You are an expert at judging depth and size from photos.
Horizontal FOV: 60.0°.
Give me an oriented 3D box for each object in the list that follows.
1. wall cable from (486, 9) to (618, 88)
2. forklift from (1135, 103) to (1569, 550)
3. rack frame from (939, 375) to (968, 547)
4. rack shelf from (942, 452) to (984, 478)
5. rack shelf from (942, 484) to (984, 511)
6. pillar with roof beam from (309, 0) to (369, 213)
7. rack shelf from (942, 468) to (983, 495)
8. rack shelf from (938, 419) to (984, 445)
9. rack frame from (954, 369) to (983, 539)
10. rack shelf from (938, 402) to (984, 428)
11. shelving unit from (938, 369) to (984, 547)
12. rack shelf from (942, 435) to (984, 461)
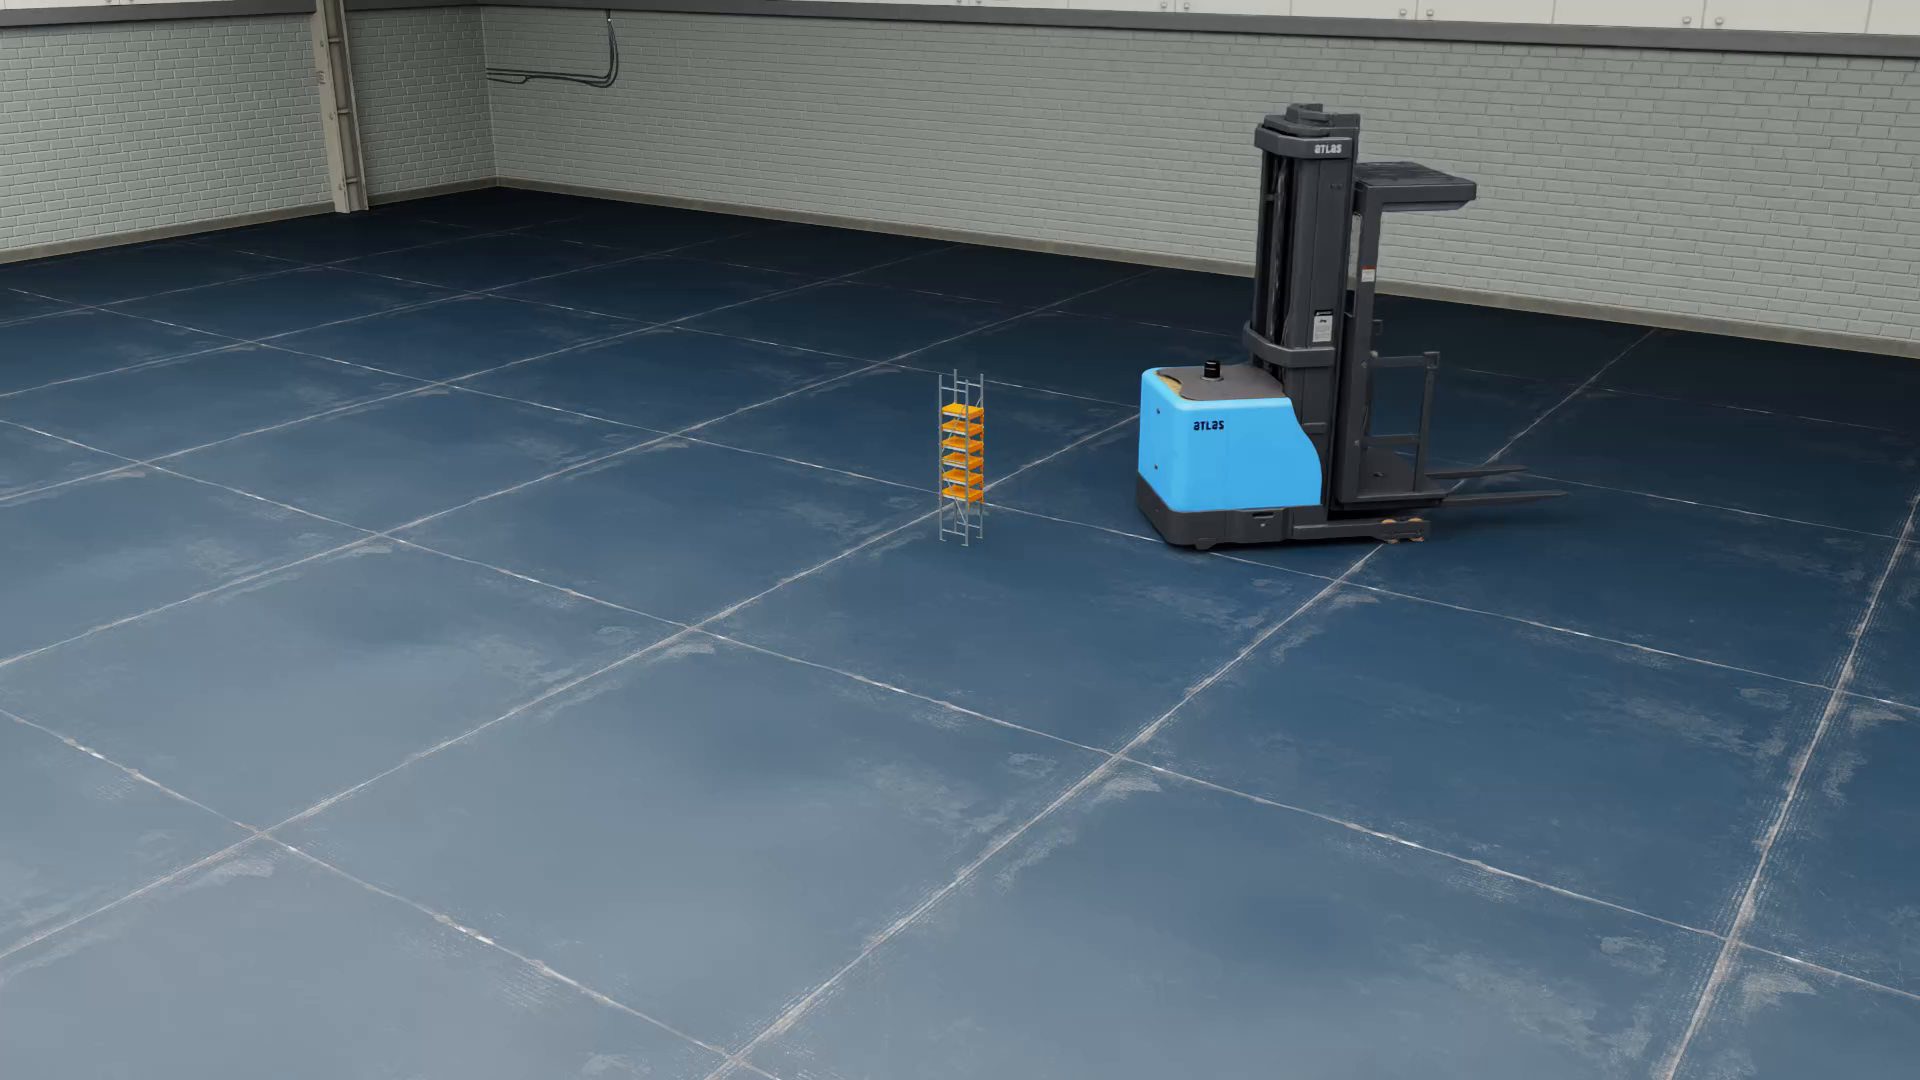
[{"bbox_3d":[-6.523,-8.376,25.913,3.097,2.526,0.112,13,24,32],"label":"wall cable"},{"bbox_3d":[2.863,-1.530,11.675,3.031,2.935,1.130,-3,21,-9],"label":"forklift"},{"bbox_3d":[-0.043,-0.541,11.497,0.240,1.200,0.006,13,24,32],"label":"rack frame"},{"bbox_3d":[0.008,-0.525,11.583,0.258,0.103,0.180,13,24,32],"label":"rack shelf"},{"bbox_3d":[0.008,-0.300,11.667,0.258,0.103,0.180,13,24,32],"label":"rack shelf"},{"bbox_3d":[-5.713,-8.405,21.517,9.100,9.000,0.400,13,24,32],"label":"pillar with roof beam"},{"bbox_3d":[0.008,-0.413,11.625,0.258,0.103,0.180,13,24,32],"label":"rack shelf"},{"bbox_3d":[0.008,-0.750,11.500,0.258,0.103,0.180,13,24,32],"label":"rack shelf"},{"bbox_3d":[0.060,-0.593,11.639,0.240,1.200,0.006,13,24,32],"label":"rack frame"},{"bbox_3d":[0.008,-0.863,11.459,0.258,0.103,0.180,13,24,32],"label":"rack shelf"},{"bbox_3d":[0.008,-0.567,11.568,0.258,1.200,0.189,13,24,32],"label":"shelving unit"},{"bbox_3d":[0.008,-0.638,11.542,0.258,0.103,0.180,13,24,32],"label":"rack shelf"}]
